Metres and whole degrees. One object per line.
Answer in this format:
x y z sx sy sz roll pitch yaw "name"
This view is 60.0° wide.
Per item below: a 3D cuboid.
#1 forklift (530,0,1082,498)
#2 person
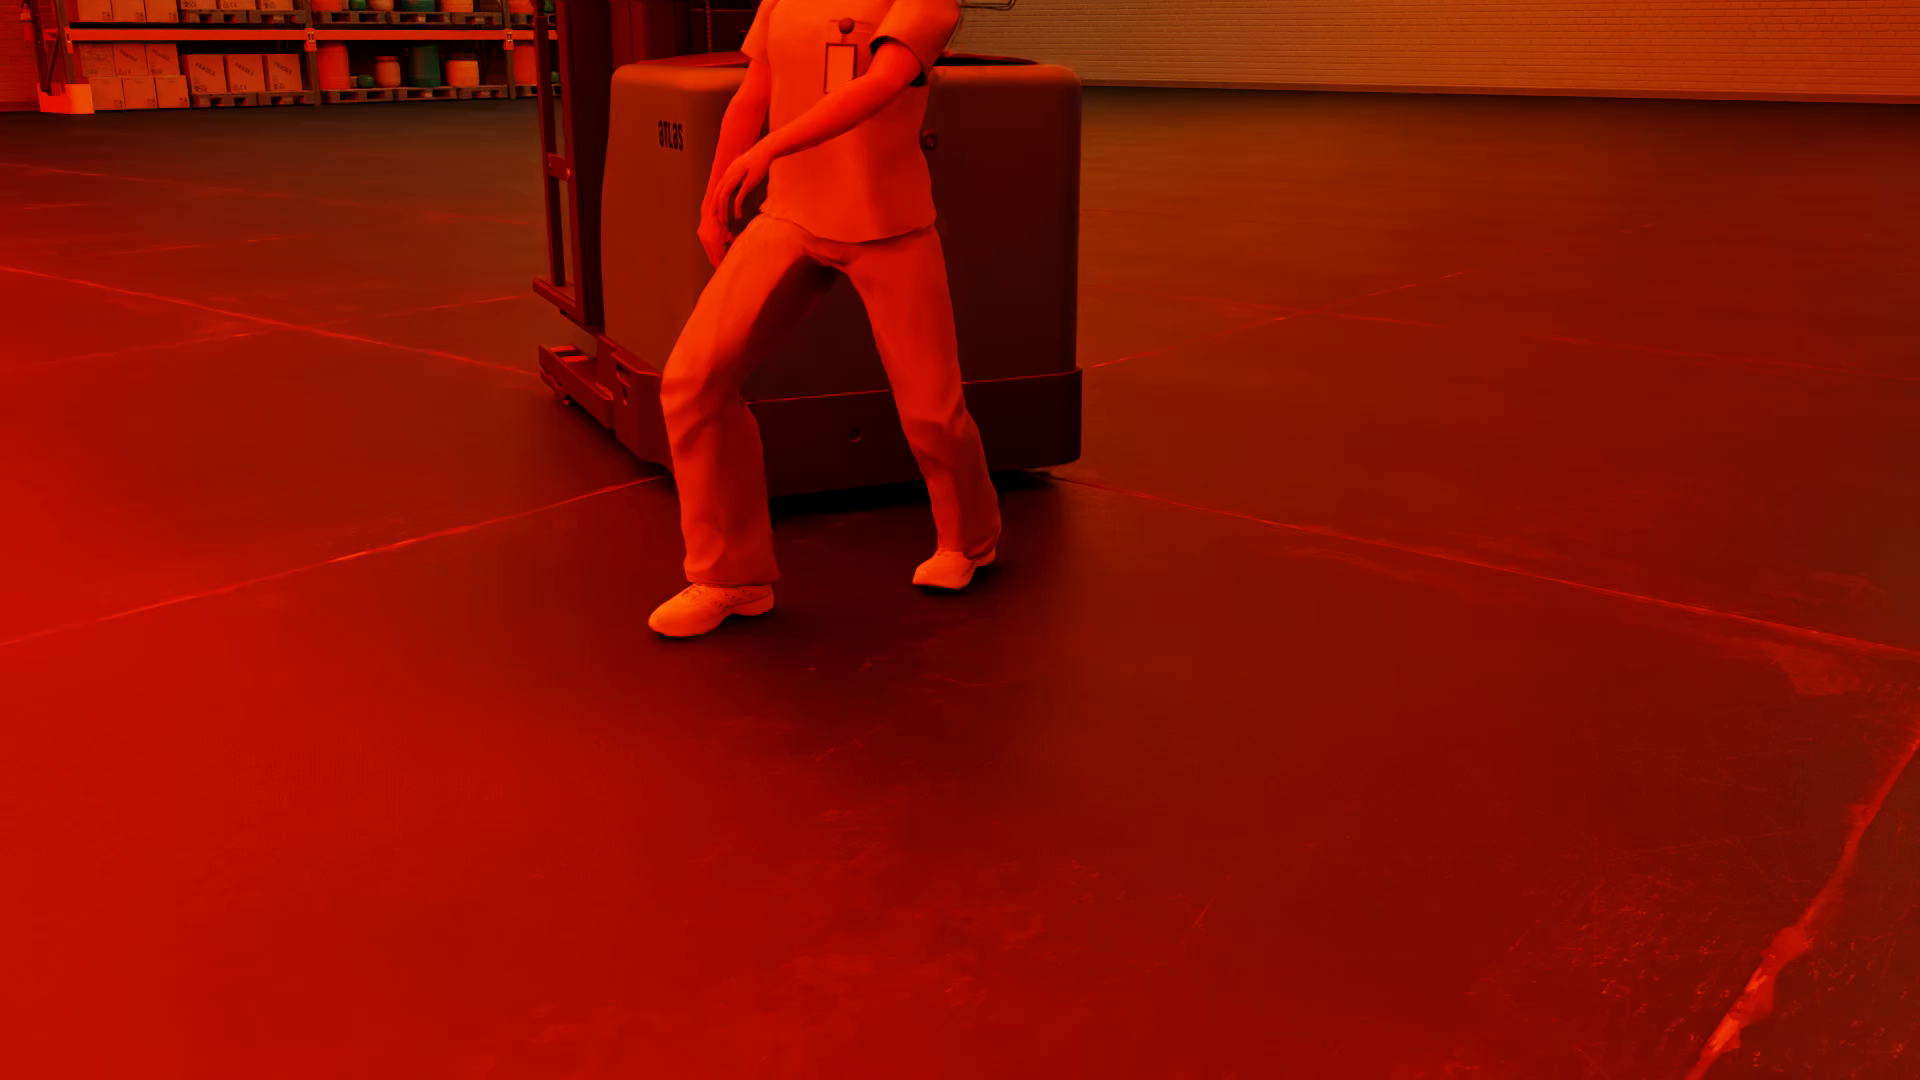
-0.753 -1.879 5.087 1.130 2.935 3.031 -8 18 -24 "forklift"
-0.280 -0.630 3.310 0.614 1.578 0.759 7 18 23 "person"
